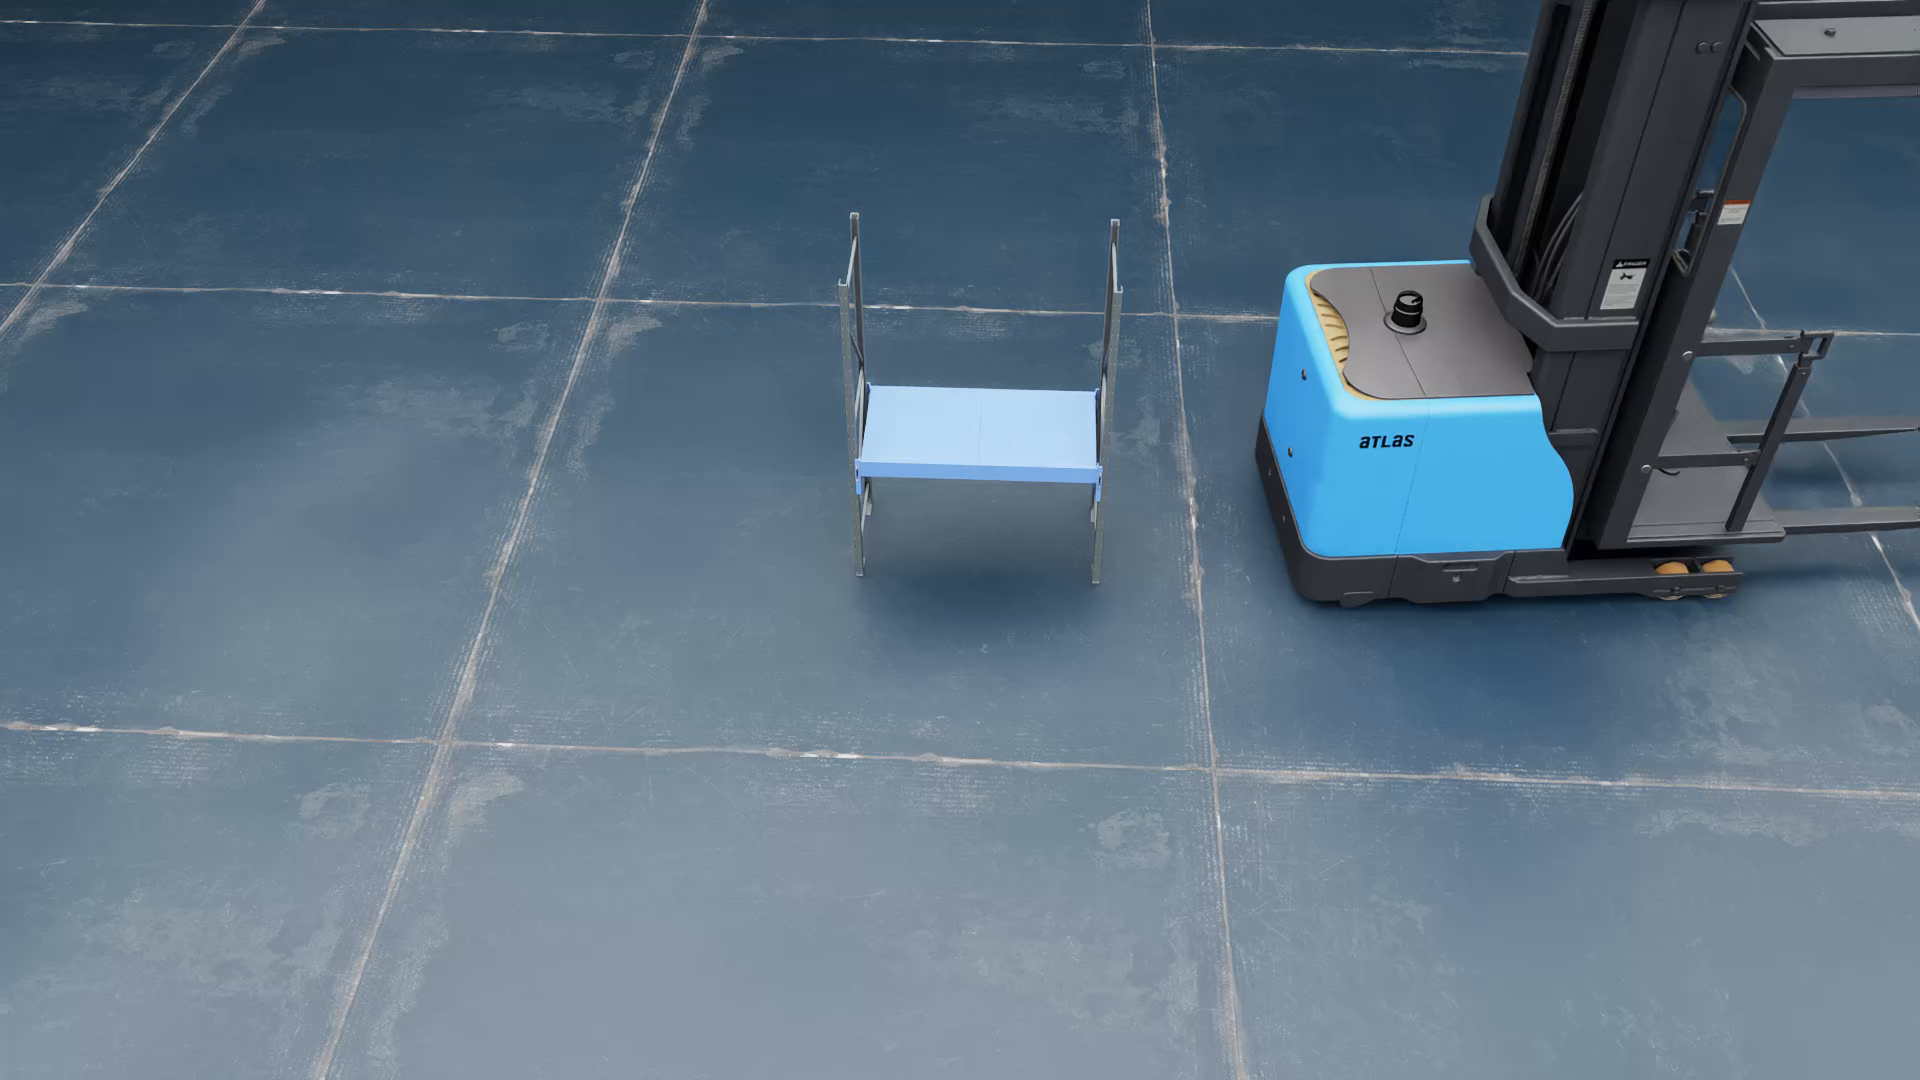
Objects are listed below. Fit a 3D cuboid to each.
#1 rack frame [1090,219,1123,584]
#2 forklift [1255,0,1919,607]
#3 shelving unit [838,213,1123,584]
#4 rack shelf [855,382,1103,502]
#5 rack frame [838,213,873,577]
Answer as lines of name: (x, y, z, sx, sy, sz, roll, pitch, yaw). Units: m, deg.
rack frame: (0.593, -0.531, 6.805, 0.032, 1.500, 0.500, 2, 43, 2)
forklift: (2.893, -1.178, 6.450, 3.031, 2.935, 1.130, -2, 43, -3)
shelving unit: (0.085, -0.546, 6.821, 1.048, 1.500, 0.538, 2, 43, 2)
rack shelf: (0.085, -0.415, 6.944, 1.000, 0.185, 0.538, 2, 43, 2)
rack frame: (-0.423, -0.562, 6.838, 0.032, 1.500, 0.500, 2, 43, 2)
